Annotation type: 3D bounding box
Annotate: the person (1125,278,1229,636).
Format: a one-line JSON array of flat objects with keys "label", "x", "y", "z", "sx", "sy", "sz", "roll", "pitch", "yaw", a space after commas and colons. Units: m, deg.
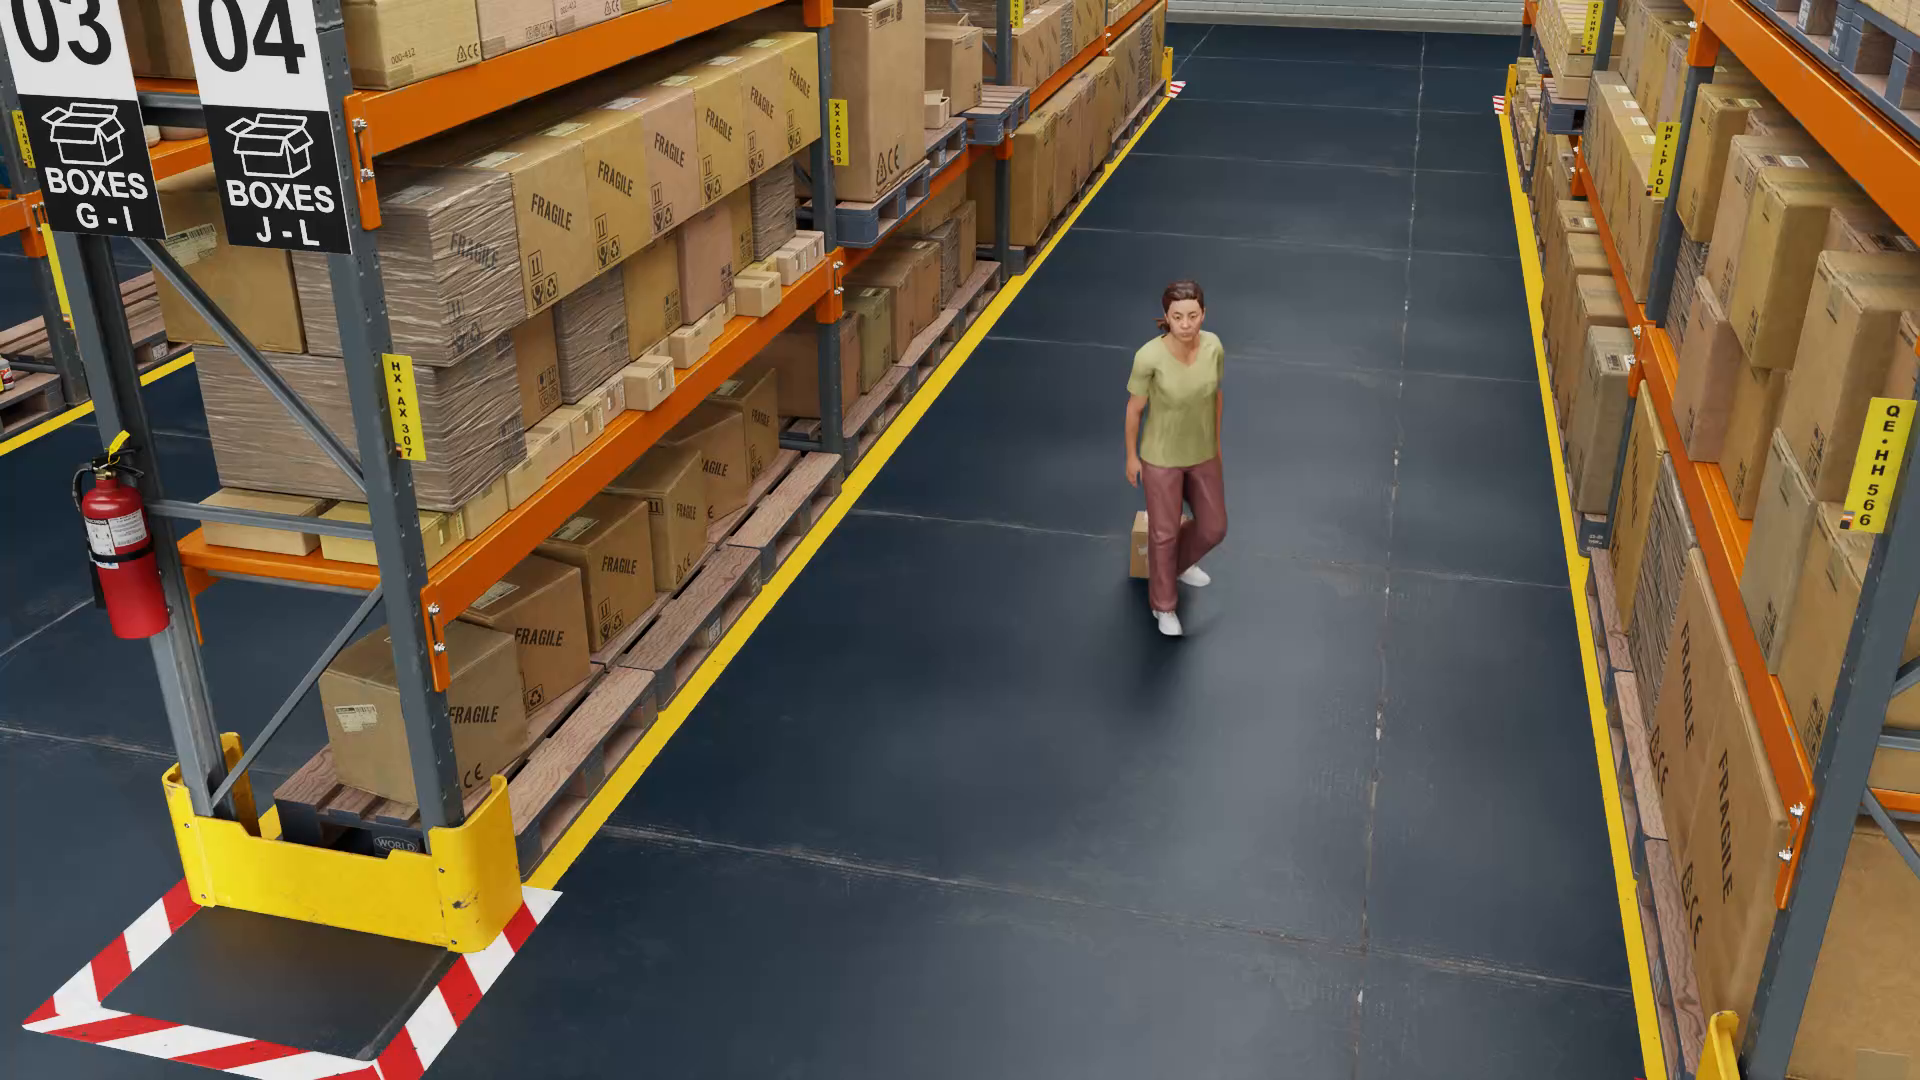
[{"label": "person", "x": 0.956, "y": -0.400, "z": 7.454, "sx": 0.519, "sy": 1.666, "sz": 0.512, "roll": -8, "pitch": 27, "yaw": -16}]
